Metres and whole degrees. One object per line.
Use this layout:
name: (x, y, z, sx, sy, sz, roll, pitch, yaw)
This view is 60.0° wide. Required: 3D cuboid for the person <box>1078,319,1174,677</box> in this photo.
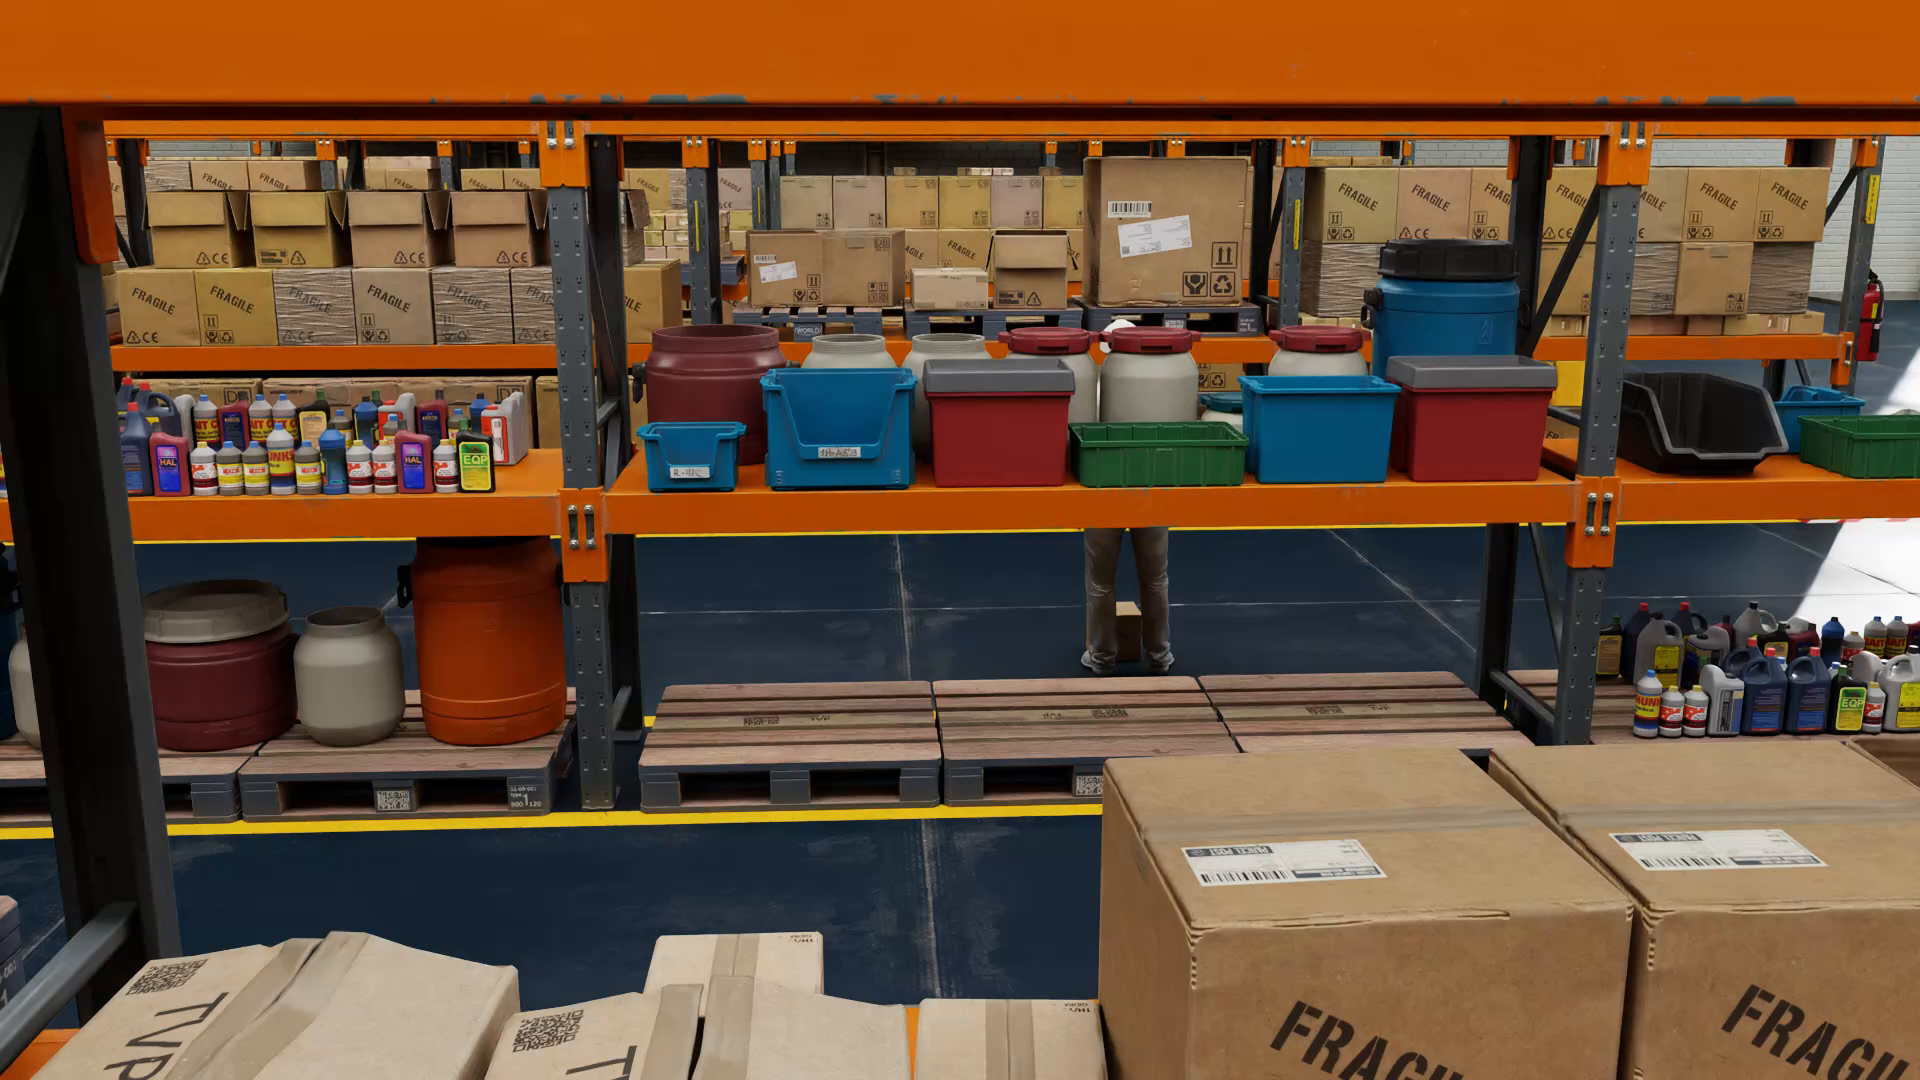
person: (0.820, -0.202, 8.279, 0.590, 1.773, 0.459, -1, 13, -6)
